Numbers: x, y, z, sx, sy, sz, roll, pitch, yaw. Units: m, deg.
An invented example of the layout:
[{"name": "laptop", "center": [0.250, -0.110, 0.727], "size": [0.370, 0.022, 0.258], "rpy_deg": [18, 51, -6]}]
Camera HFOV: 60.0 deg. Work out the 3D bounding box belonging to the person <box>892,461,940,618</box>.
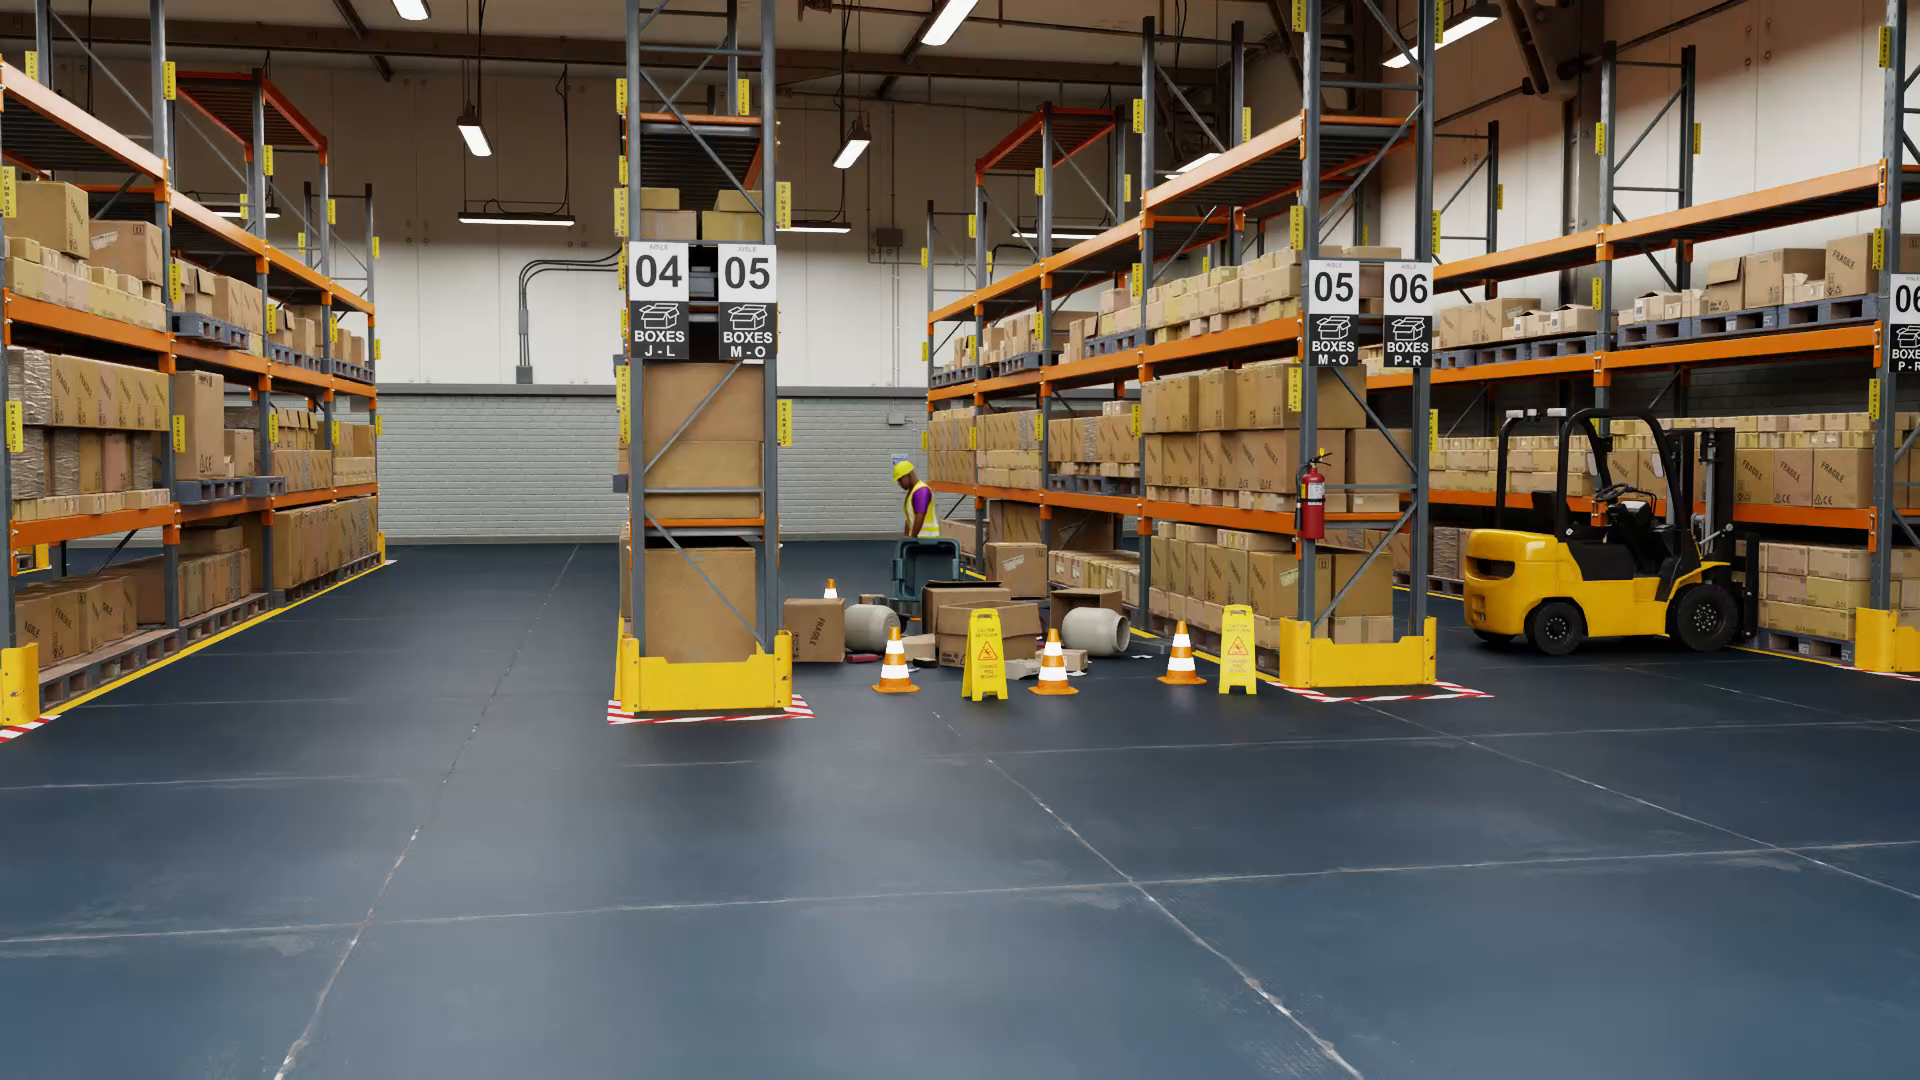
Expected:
[{"name": "person", "center": [-0.476, -0.001, 17.711], "size": [0.508, 1.682, 0.602], "rpy_deg": [-1, 3, -10]}]
